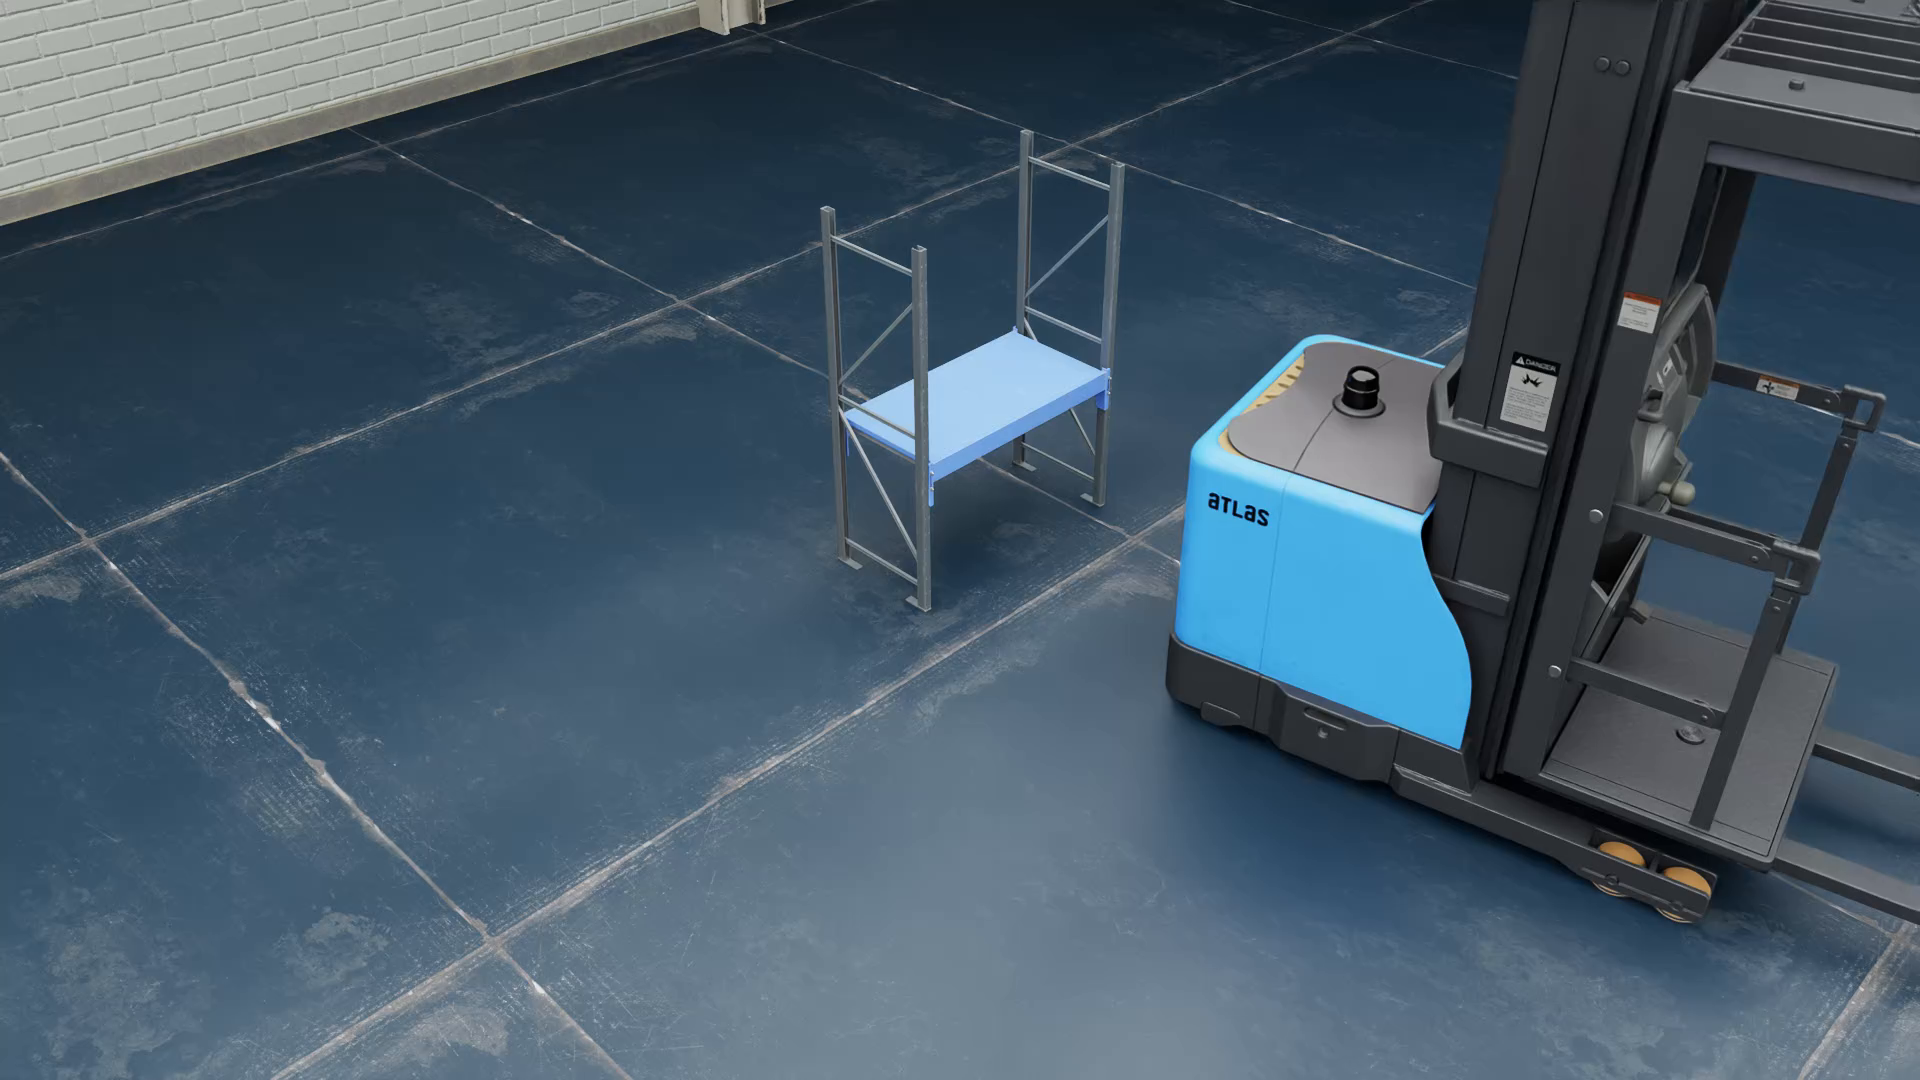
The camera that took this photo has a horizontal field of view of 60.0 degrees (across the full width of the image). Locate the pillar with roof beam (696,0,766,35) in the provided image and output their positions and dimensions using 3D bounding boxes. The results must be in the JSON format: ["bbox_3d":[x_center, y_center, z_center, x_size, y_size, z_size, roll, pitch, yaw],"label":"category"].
[{"bbox_3d":[1.389,-5.725,7.093,9.100,9.000,0.400,30,45,35],"label":"pillar with roof beam"}]

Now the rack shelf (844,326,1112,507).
[{"bbox_3d":[0.060,-0.502,6.474,0.538,0.185,1.000,30,45,35],"label":"rack shelf"}]

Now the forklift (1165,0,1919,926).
[{"bbox_3d":[2.238,-0.385,4.739,3.031,2.935,1.130,21,40,27],"label":"forklift"}]

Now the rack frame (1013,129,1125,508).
[{"bbox_3d":[0.418,-0.856,6.667,0.500,1.500,0.032,30,45,35],"label":"rack frame"}]

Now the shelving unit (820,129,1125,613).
[{"bbox_3d":[0.060,-0.650,6.371,0.538,1.500,1.048,30,45,35],"label":"shelving unit"}]

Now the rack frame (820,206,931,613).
[{"bbox_3d":[-0.298,-0.443,6.075,0.500,1.500,0.032,30,45,35],"label":"rack frame"}]
